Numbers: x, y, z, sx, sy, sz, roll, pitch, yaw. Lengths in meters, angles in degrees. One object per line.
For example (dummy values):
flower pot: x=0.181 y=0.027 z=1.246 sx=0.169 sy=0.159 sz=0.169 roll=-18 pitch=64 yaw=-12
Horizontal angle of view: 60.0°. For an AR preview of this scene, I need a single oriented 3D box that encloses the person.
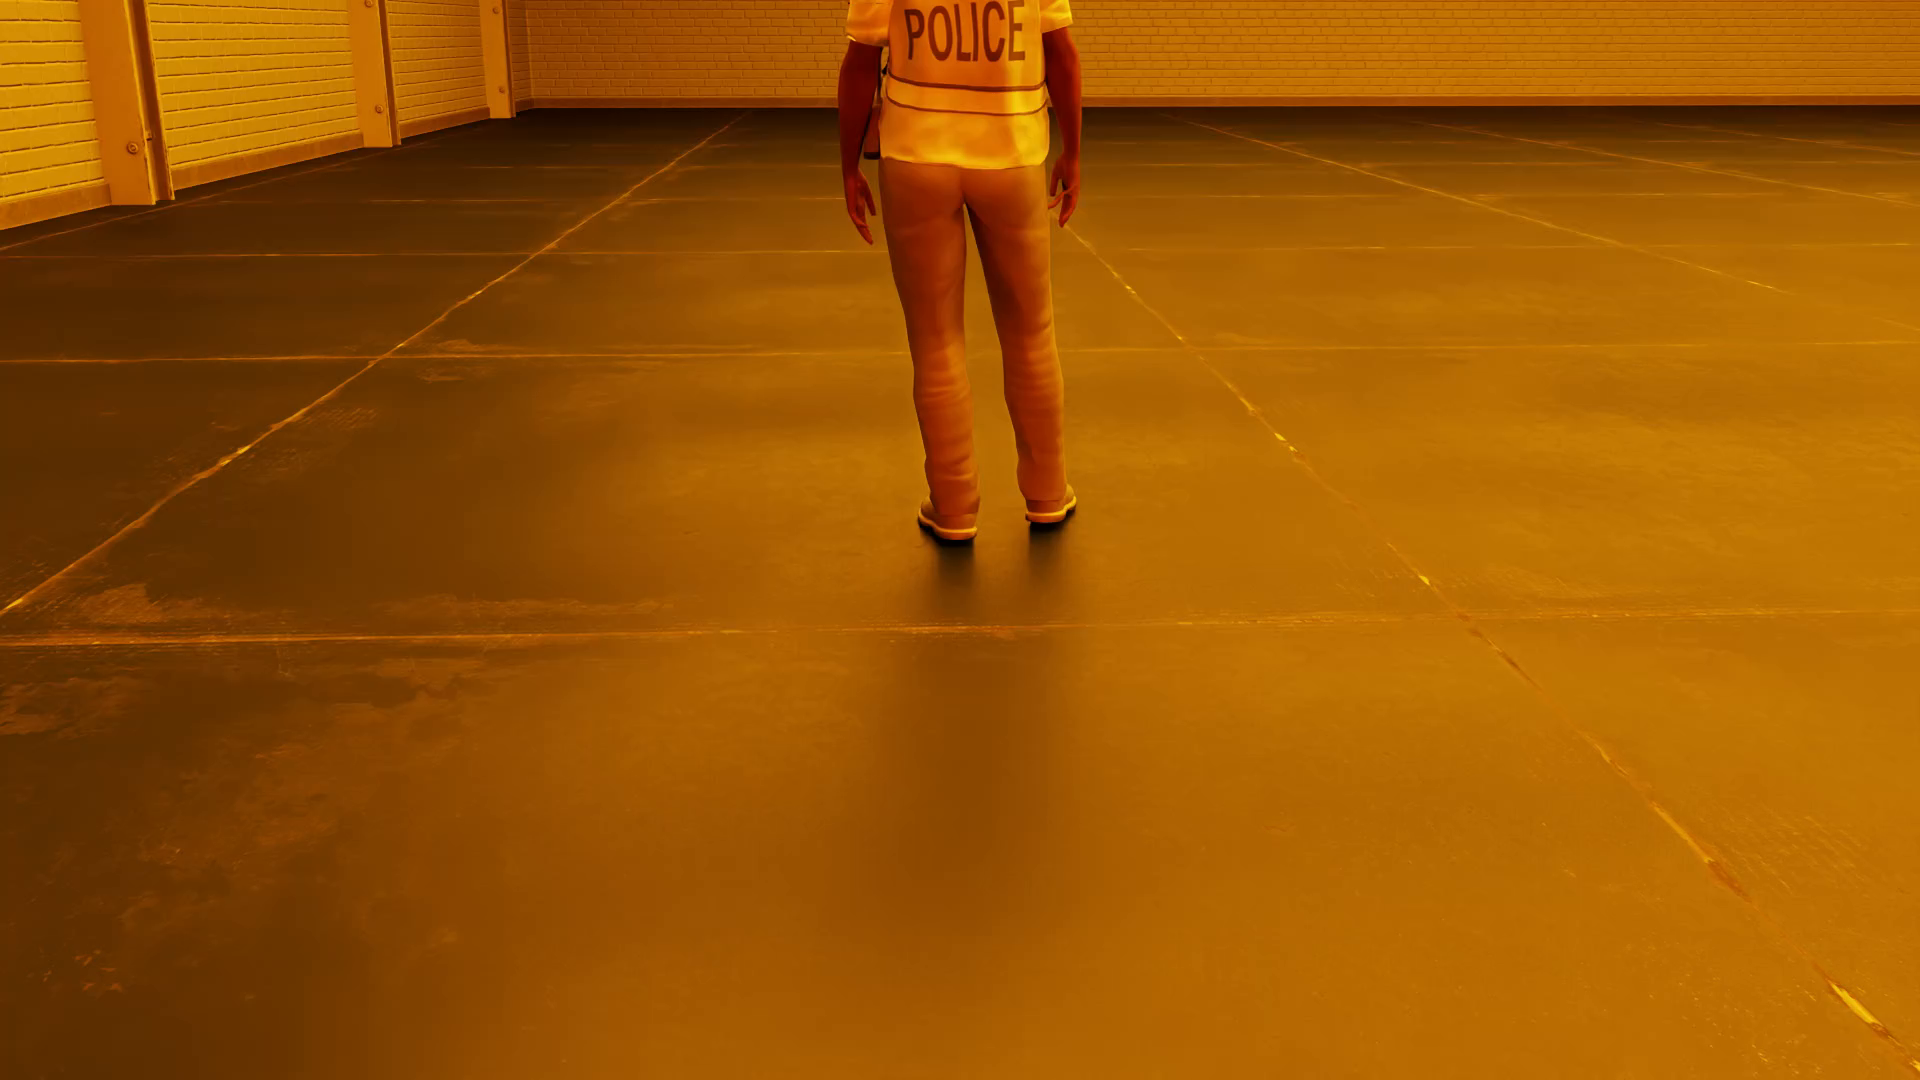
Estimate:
person: x=0.015 y=-0.838 z=3.741 sx=0.570 sy=1.694 sz=0.528 roll=-1 pitch=17 yaw=-3
